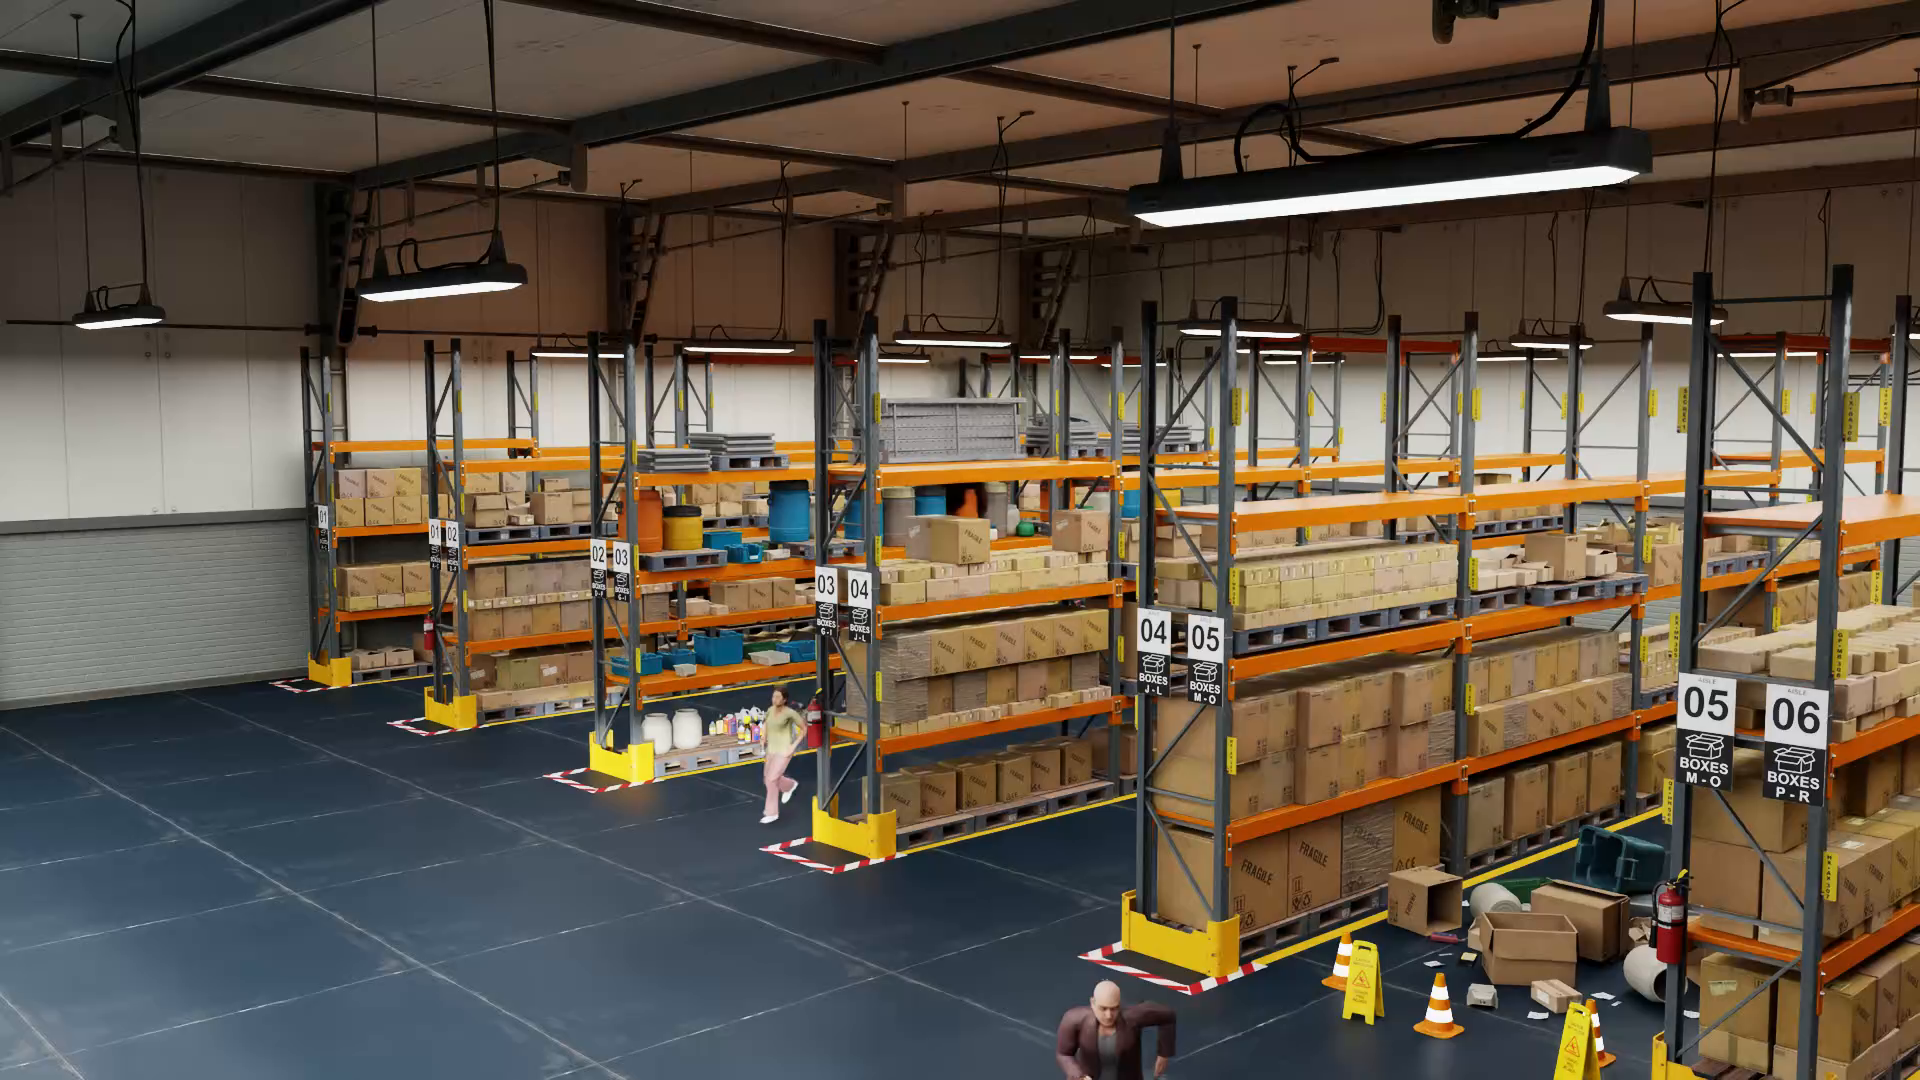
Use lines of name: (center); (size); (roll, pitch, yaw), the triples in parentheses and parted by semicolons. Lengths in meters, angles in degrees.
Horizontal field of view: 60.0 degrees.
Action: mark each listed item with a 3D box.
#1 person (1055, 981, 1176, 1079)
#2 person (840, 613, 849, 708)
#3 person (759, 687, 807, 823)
person: (0.966, 3.458, 10.352); (0.738, 1.607, 0.907); (1, 5, 8)
person: (-1.682, 1.850, 27.690); (0.733, 1.777, 0.925); (4, 6, 38)
person: (-2.133, 2.598, 20.266); (0.628, 1.674, 0.752); (3, 6, 31)
